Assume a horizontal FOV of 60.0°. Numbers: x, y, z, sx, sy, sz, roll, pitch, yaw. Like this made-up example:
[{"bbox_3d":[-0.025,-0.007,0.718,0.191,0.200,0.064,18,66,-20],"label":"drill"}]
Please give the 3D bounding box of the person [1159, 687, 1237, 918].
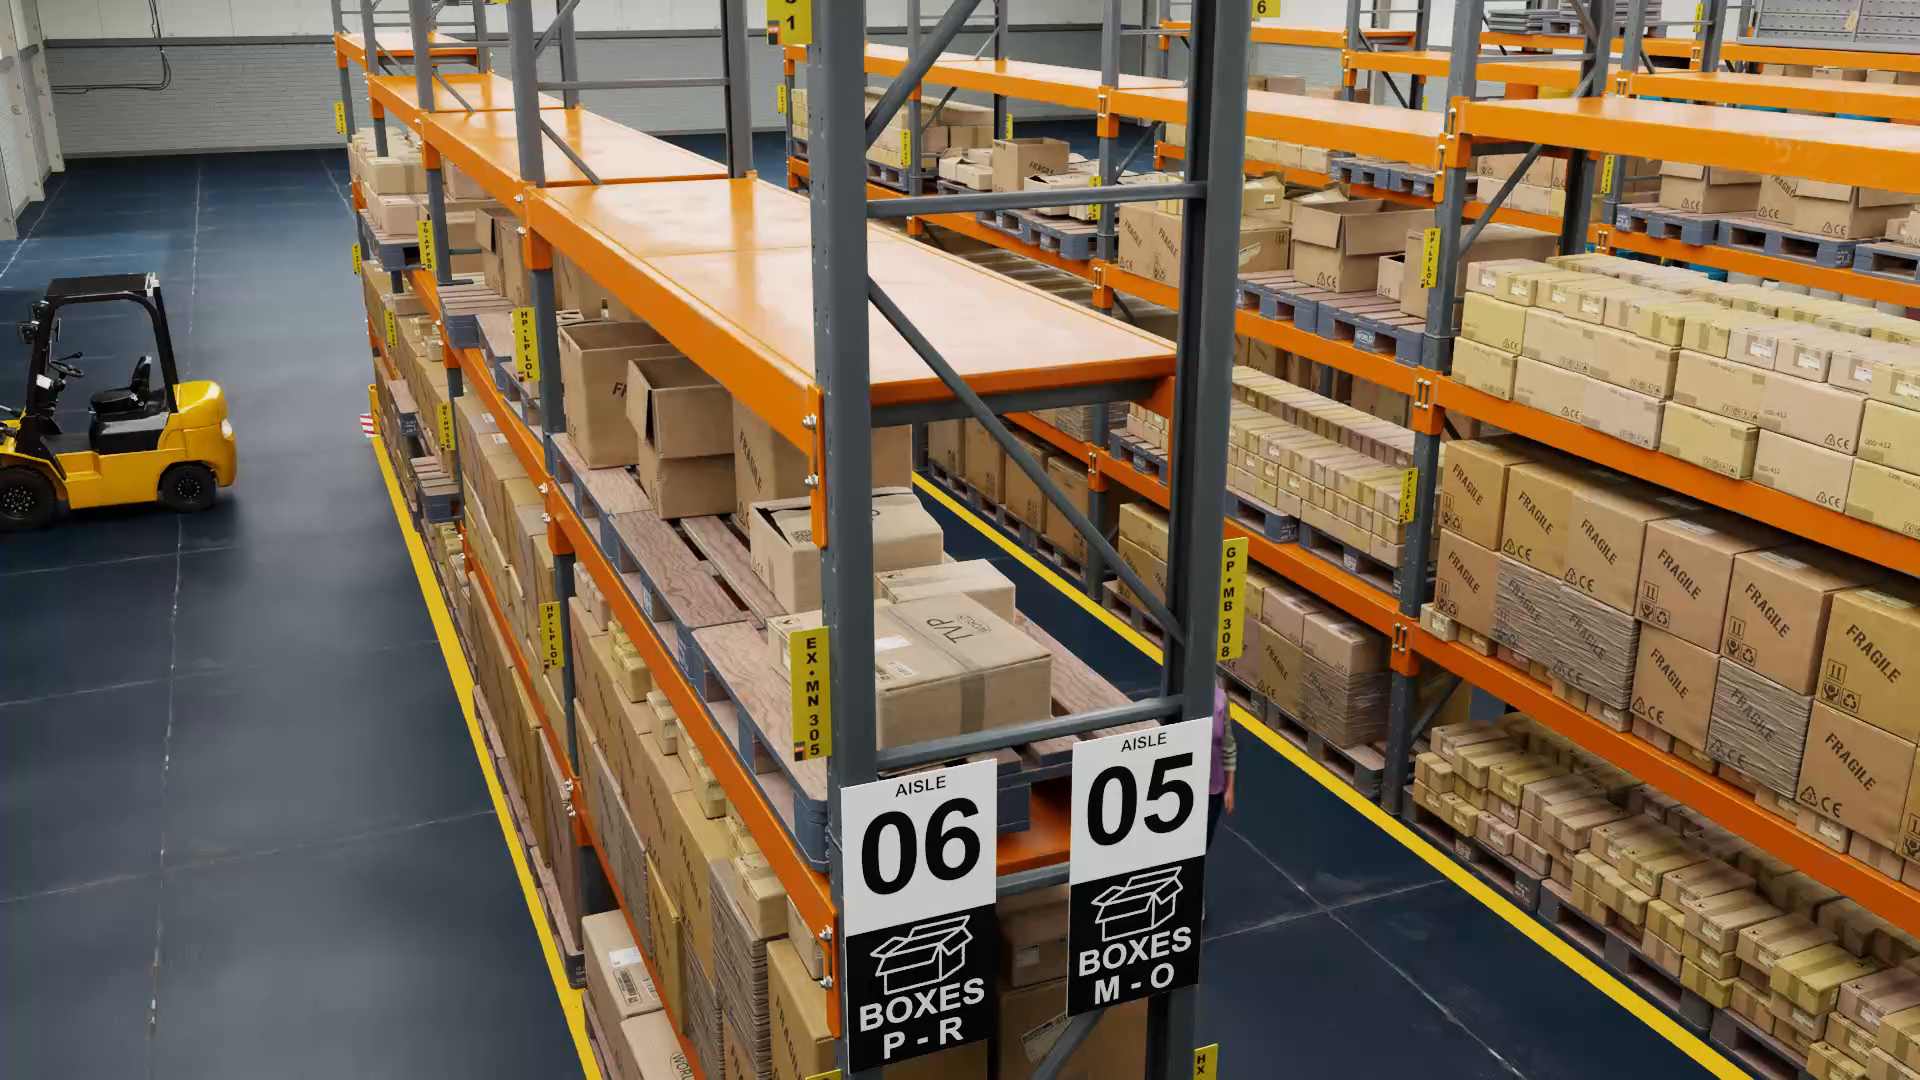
[{"bbox_3d":[1.252,1.394,8.927,0.442,1.520,0.468,-2,19,-6],"label":"person"}]
